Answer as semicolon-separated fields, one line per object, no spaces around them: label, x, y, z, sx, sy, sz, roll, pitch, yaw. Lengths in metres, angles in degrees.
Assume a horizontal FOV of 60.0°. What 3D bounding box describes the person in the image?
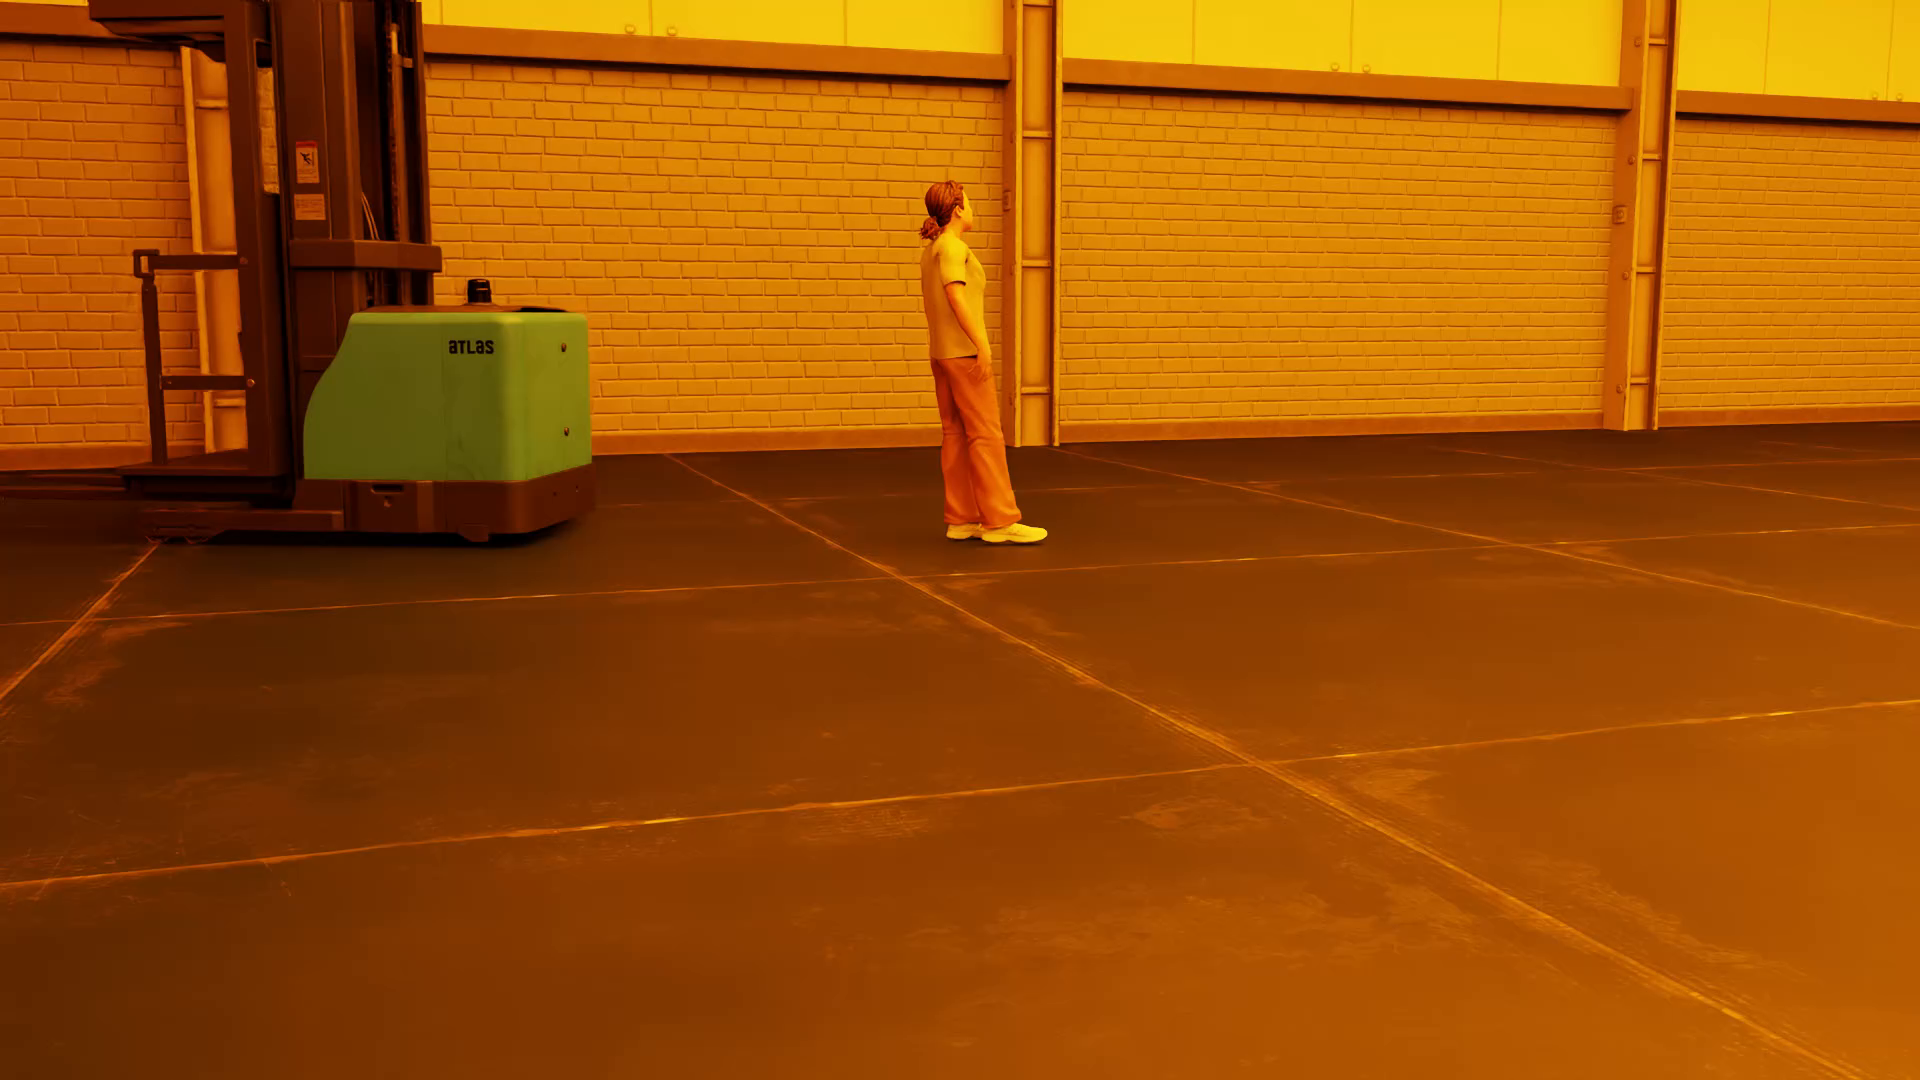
person;0.073;-0.839;7.823;0.549;1.675;0.555;-3;8;-18

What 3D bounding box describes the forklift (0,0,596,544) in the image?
forklift;-3.421;-1.502;8.089;3.031;2.935;1.130;1;8;7
